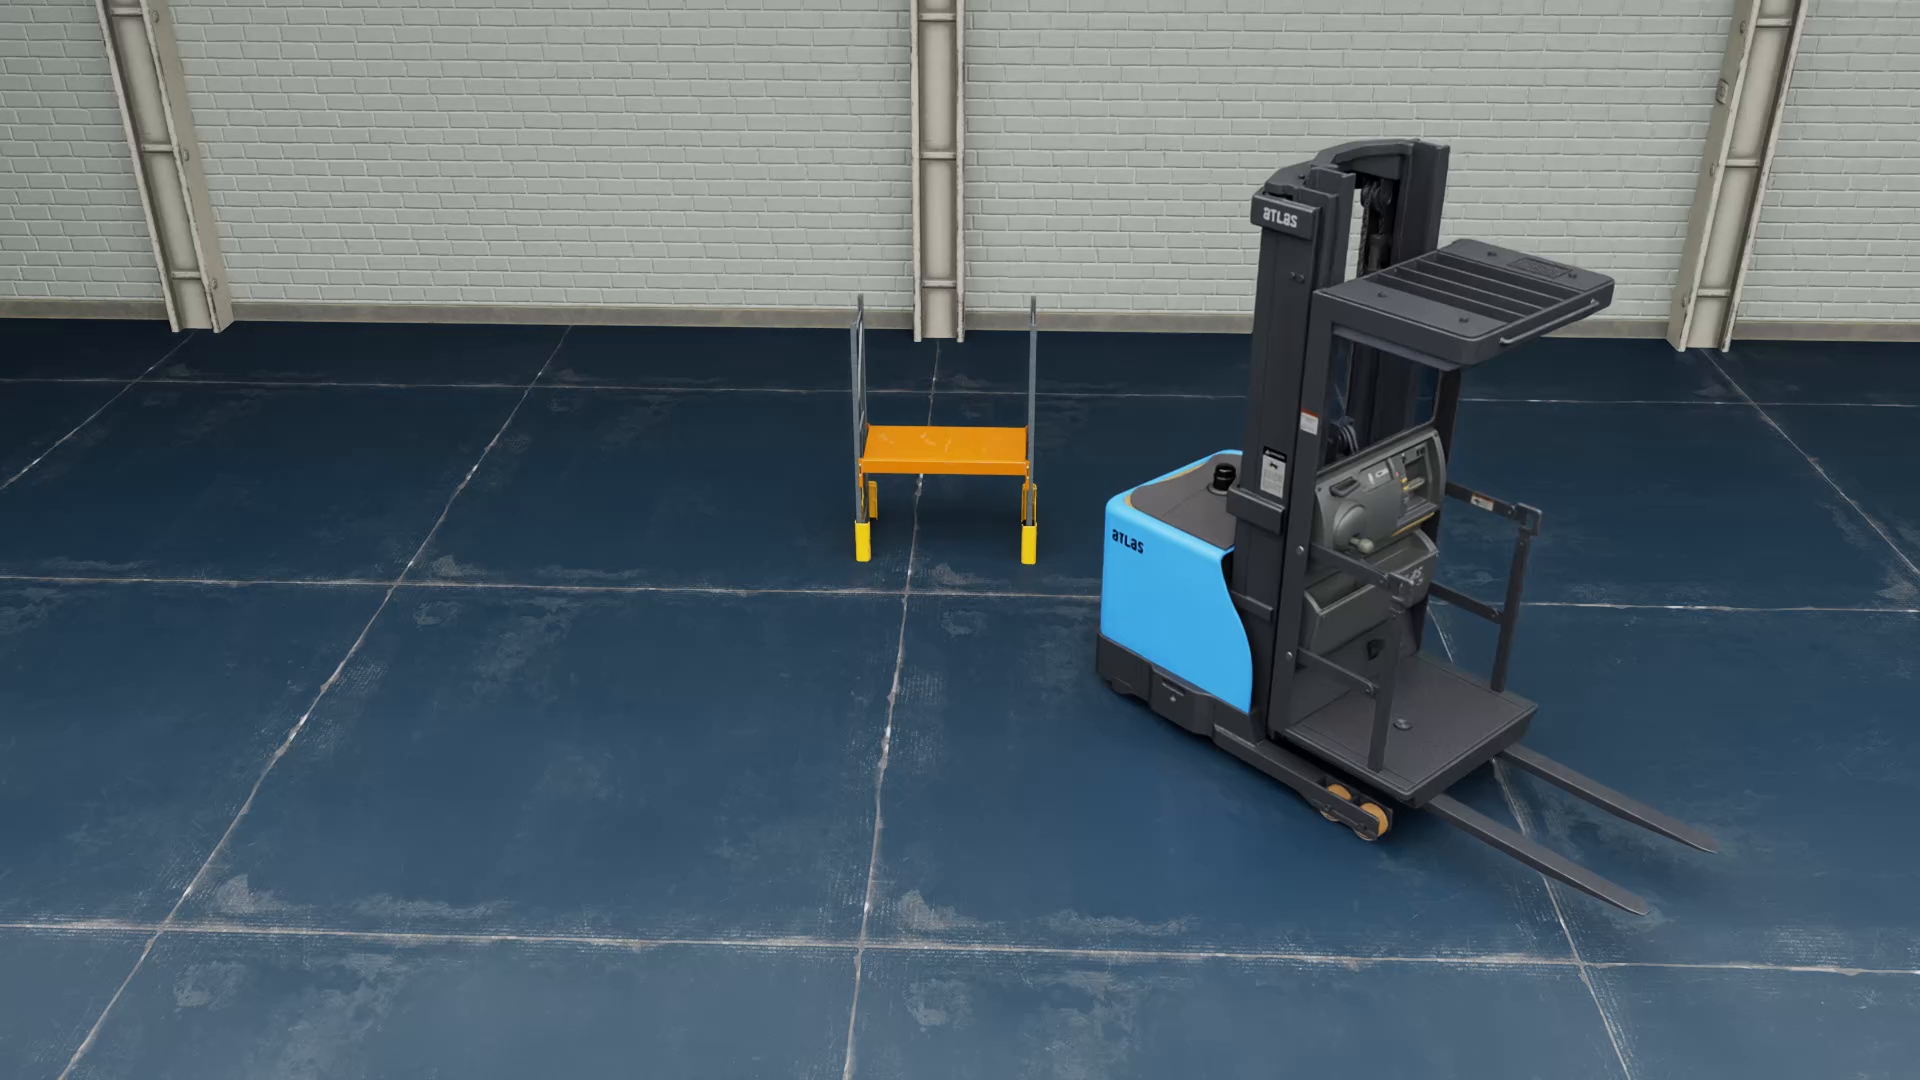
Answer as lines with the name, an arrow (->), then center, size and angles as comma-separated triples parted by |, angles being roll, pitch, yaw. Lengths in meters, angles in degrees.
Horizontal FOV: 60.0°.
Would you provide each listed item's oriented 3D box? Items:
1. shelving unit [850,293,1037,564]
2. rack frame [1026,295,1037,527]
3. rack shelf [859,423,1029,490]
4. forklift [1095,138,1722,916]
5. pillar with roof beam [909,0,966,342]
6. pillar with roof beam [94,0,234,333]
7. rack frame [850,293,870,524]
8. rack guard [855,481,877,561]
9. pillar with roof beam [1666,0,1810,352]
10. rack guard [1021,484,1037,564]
shelving unit -> -0.076, -0.664, 9.901 | 1.083, 1.500, 0.587 | 1, 28, 2
rack frame -> 0.423, -0.656, 9.886 | 0.032, 1.500, 0.500 | 1, 28, 2
rack shelf -> -0.085, -0.505, 9.986 | 1.000, 0.185, 0.538 | 1, 28, 2
forklift -> 2.069, -0.184, 7.468 | 1.130, 2.935, 3.031 | -23, 35, -36
pillar with roof beam -> -0.315, -3.610, 7.451 | 0.400, 9.000, 9.100 | 1, 28, 2
pillar with roof beam -> -6.311, -3.709, 7.638 | 0.400, 9.000, 9.100 | 1, 28, 2
rack frame -> -0.593, -0.672, 9.917 | 0.032, 1.500, 0.500 | 1, 28, 2
rack guard -> -0.574, -0.120, 10.209 | 0.087, 0.250, 0.587 | 1, 28, 2
pillar with roof beam -> 5.682, -3.510, 7.264 | 0.400, 9.000, 9.100 | 1, 28, 2
rack guard -> 0.422, -0.103, 10.178 | 0.087, 0.250, 0.587 | 1, 28, 2
